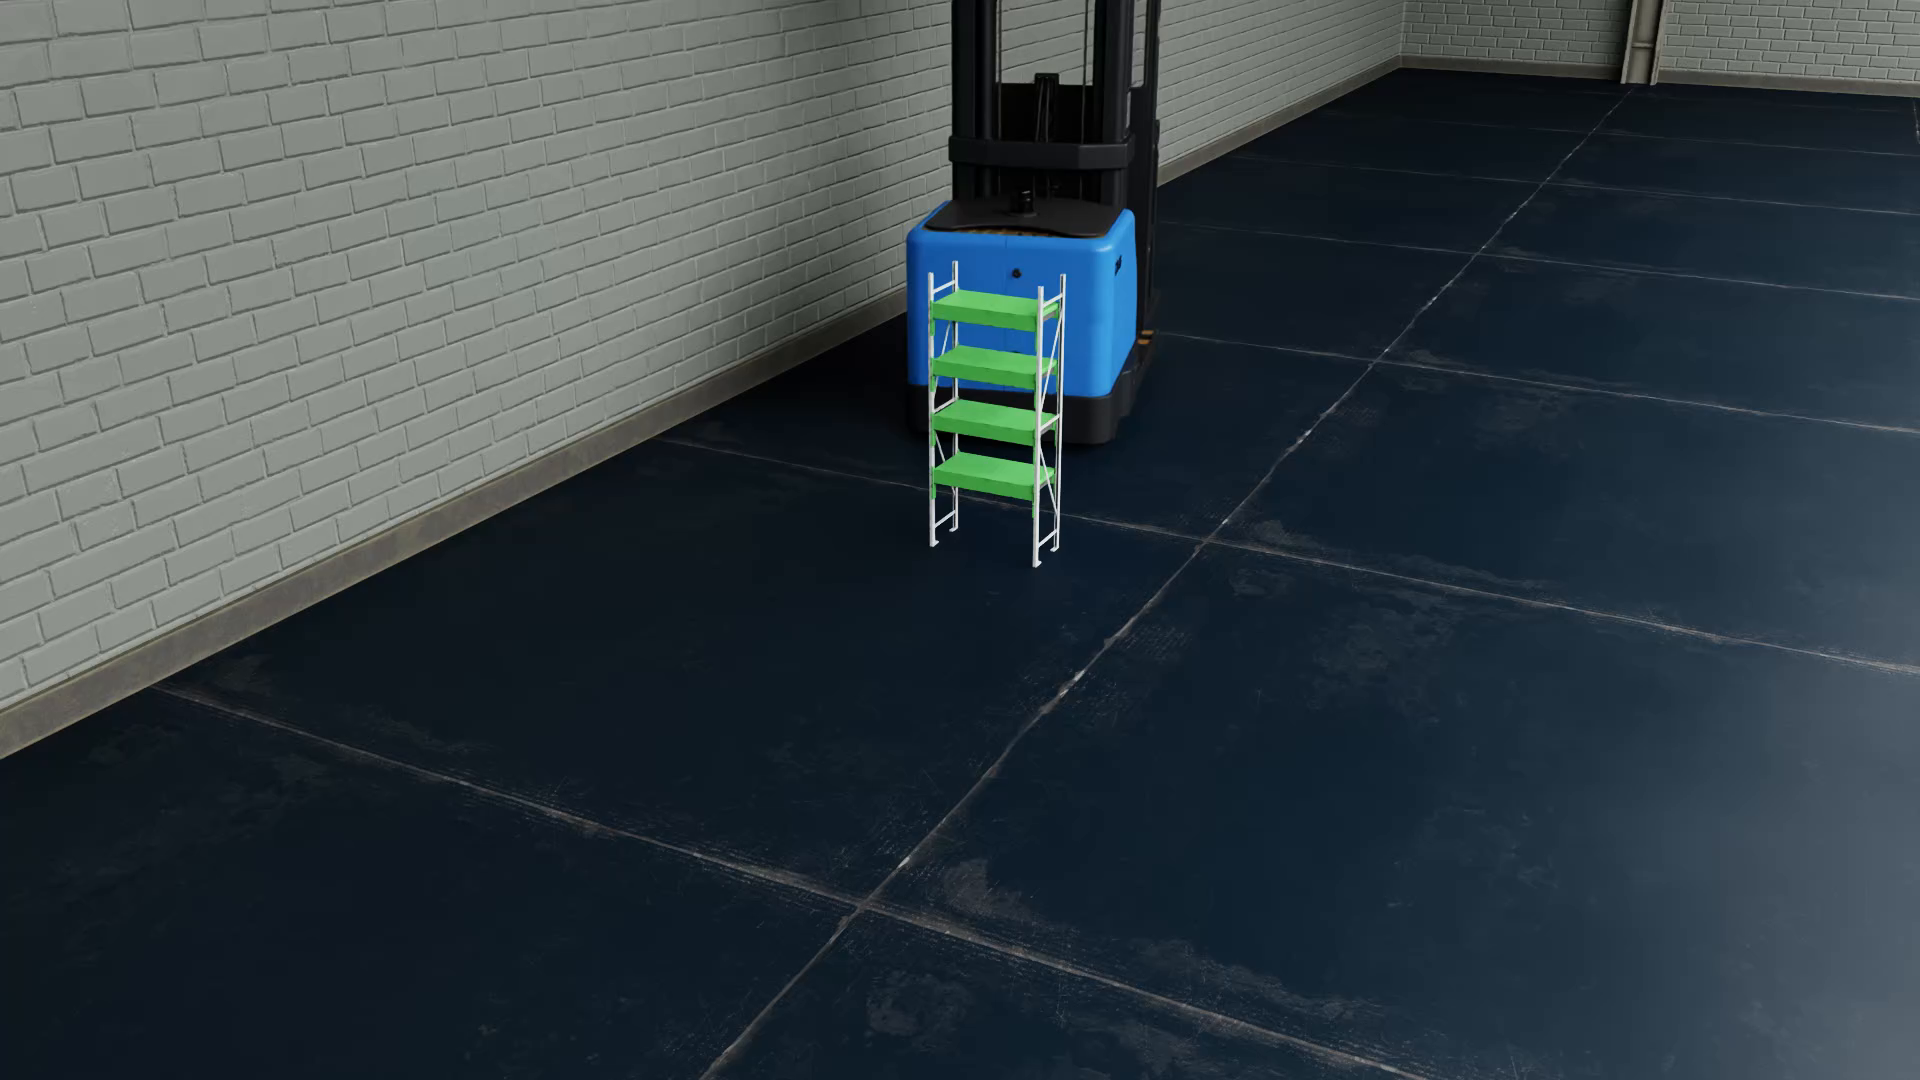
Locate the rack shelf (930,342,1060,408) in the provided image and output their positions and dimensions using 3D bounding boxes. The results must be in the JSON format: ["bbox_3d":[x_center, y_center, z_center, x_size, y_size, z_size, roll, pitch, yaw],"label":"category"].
[{"bbox_3d":[0.148,-0.685,6.878,0.480,0.148,0.258,11,25,25],"label":"rack shelf"}]

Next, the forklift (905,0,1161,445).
[{"bbox_3d":[0.552,-2.365,9.067,1.130,2.935,3.031,5,24,12],"label":"forklift"}]

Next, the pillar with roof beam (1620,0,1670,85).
[{"bbox_3d":[6.436,-8.286,15.235,0.400,9.000,9.100,11,25,25],"label":"pillar with roof beam"}]

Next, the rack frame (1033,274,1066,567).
[{"bbox_3d":[0.365,-0.480,6.845,0.015,1.200,0.240,11,25,25],"label":"rack frame"}]

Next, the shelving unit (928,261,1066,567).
[{"bbox_3d":[0.148,-0.523,6.946,0.503,1.200,0.258,11,25,25],"label":"shelving unit"}]

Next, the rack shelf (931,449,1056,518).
[{"bbox_3d":[0.148,-0.243,7.065,0.480,0.148,0.258,11,25,25],"label":"rack shelf"}]

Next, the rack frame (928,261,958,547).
[{"bbox_3d":[-0.070,-0.566,7.048,0.015,1.200,0.240,11,25,25],"label":"rack frame"}]

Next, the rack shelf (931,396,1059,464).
[{"bbox_3d":[0.148,-0.464,6.971,0.480,0.148,0.258,11,25,25],"label":"rack shelf"}]

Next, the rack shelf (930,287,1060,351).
[{"bbox_3d":[0.148,-0.906,6.784,0.480,0.148,0.258,11,25,25],"label":"rack shelf"}]
